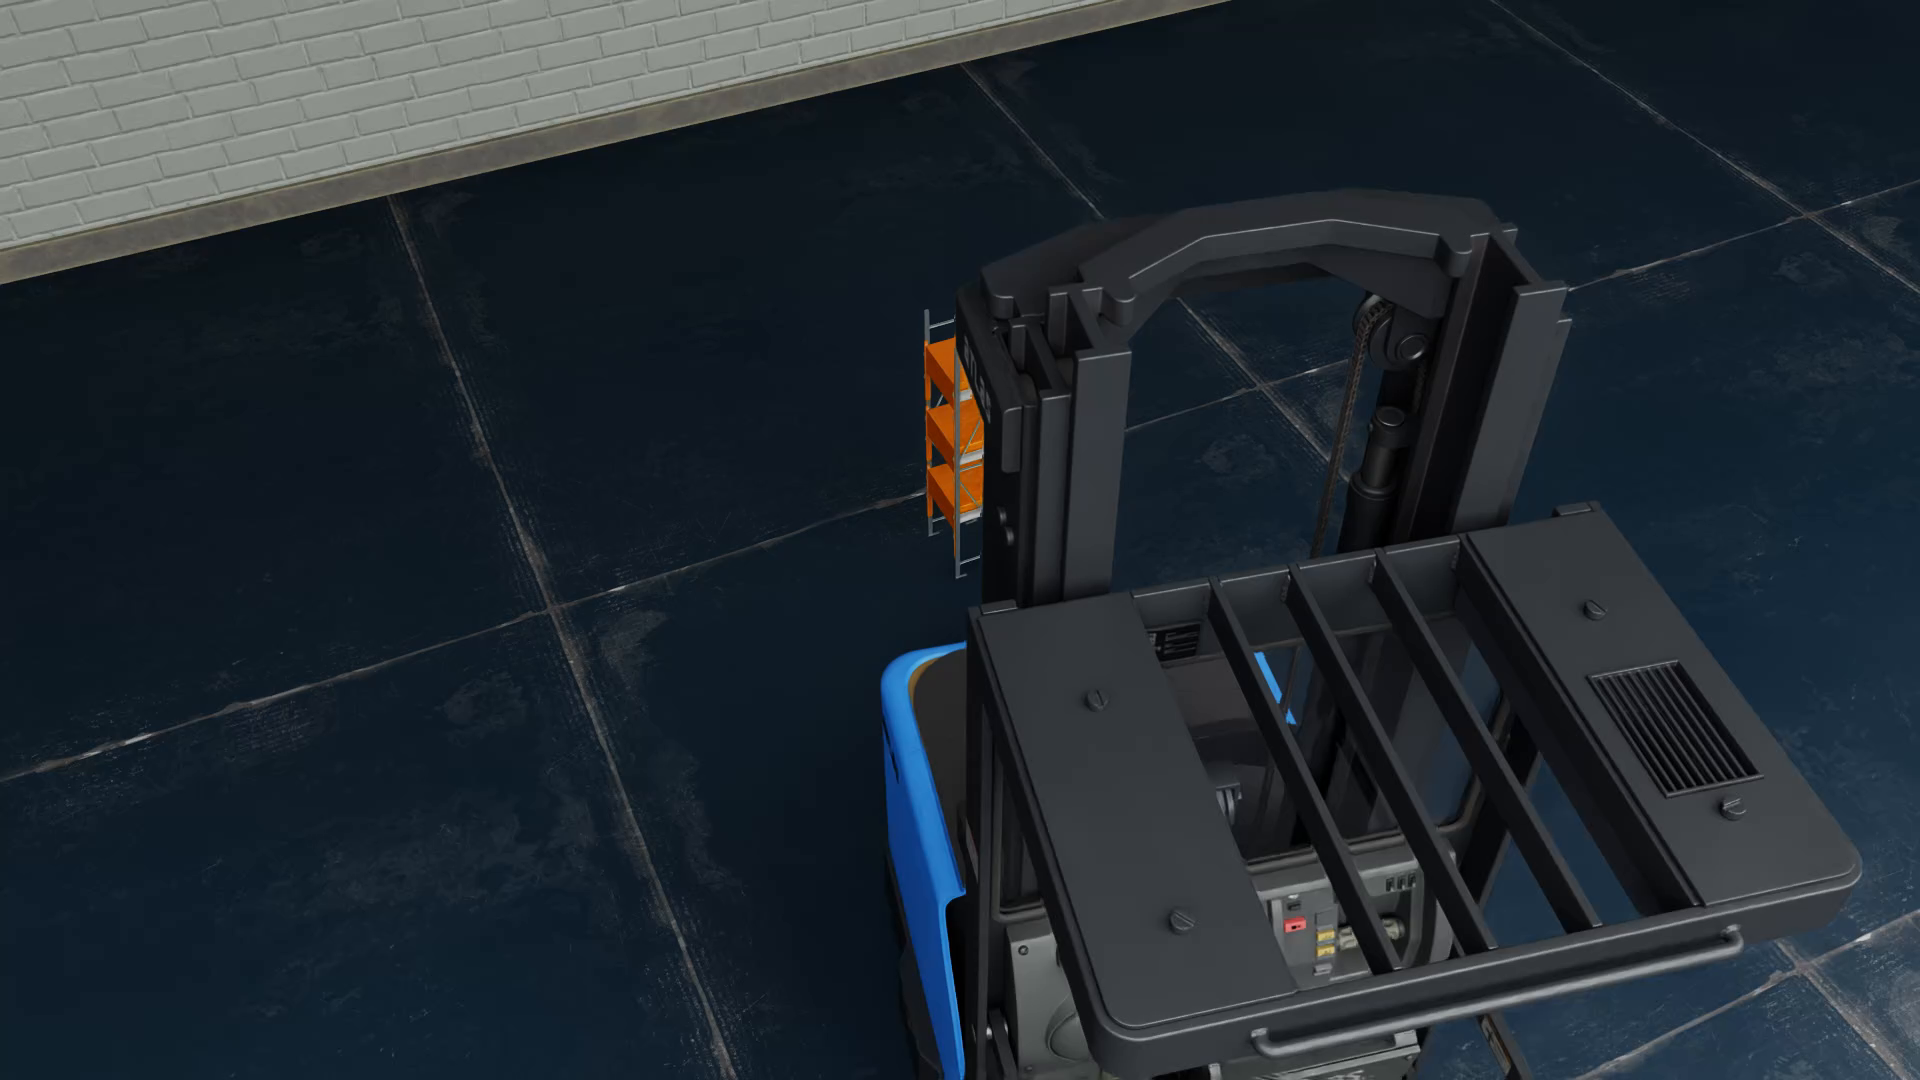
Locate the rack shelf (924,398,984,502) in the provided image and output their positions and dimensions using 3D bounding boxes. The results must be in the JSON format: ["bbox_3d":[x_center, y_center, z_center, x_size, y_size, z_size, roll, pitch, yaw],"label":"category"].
[{"bbox_3d":[0.022,-0.332,5.854,0.215,0.259,0.240,-18,47,-17],"label":"rack shelf"}]

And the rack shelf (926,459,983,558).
[{"bbox_3d":[0.023,-0.134,6.049,0.215,0.259,0.240,-18,47,-17],"label":"rack shelf"}]

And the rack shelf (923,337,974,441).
[{"bbox_3d":[0.022,-0.534,5.655,0.215,0.259,0.240,-18,47,-17],"label":"rack shelf"}]

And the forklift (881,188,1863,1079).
[{"bbox_3d":[0.607,0.958,3.192,1.130,2.935,3.031,-9,45,-9],"label":"forklift"}]

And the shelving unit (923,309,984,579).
[{"bbox_3d":[0.022,-0.340,5.847,0.215,1.050,0.252,-18,47,-17],"label":"shelving unit"}]

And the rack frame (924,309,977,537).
[{"bbox_3d":[-0.029,-0.417,5.925,0.200,1.050,0.008,-18,47,-17],"label":"rack frame"}]

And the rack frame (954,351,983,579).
[{"bbox_3d":[0.074,-0.262,5.768,0.200,1.050,0.008,-18,47,-17],"label":"rack frame"}]
